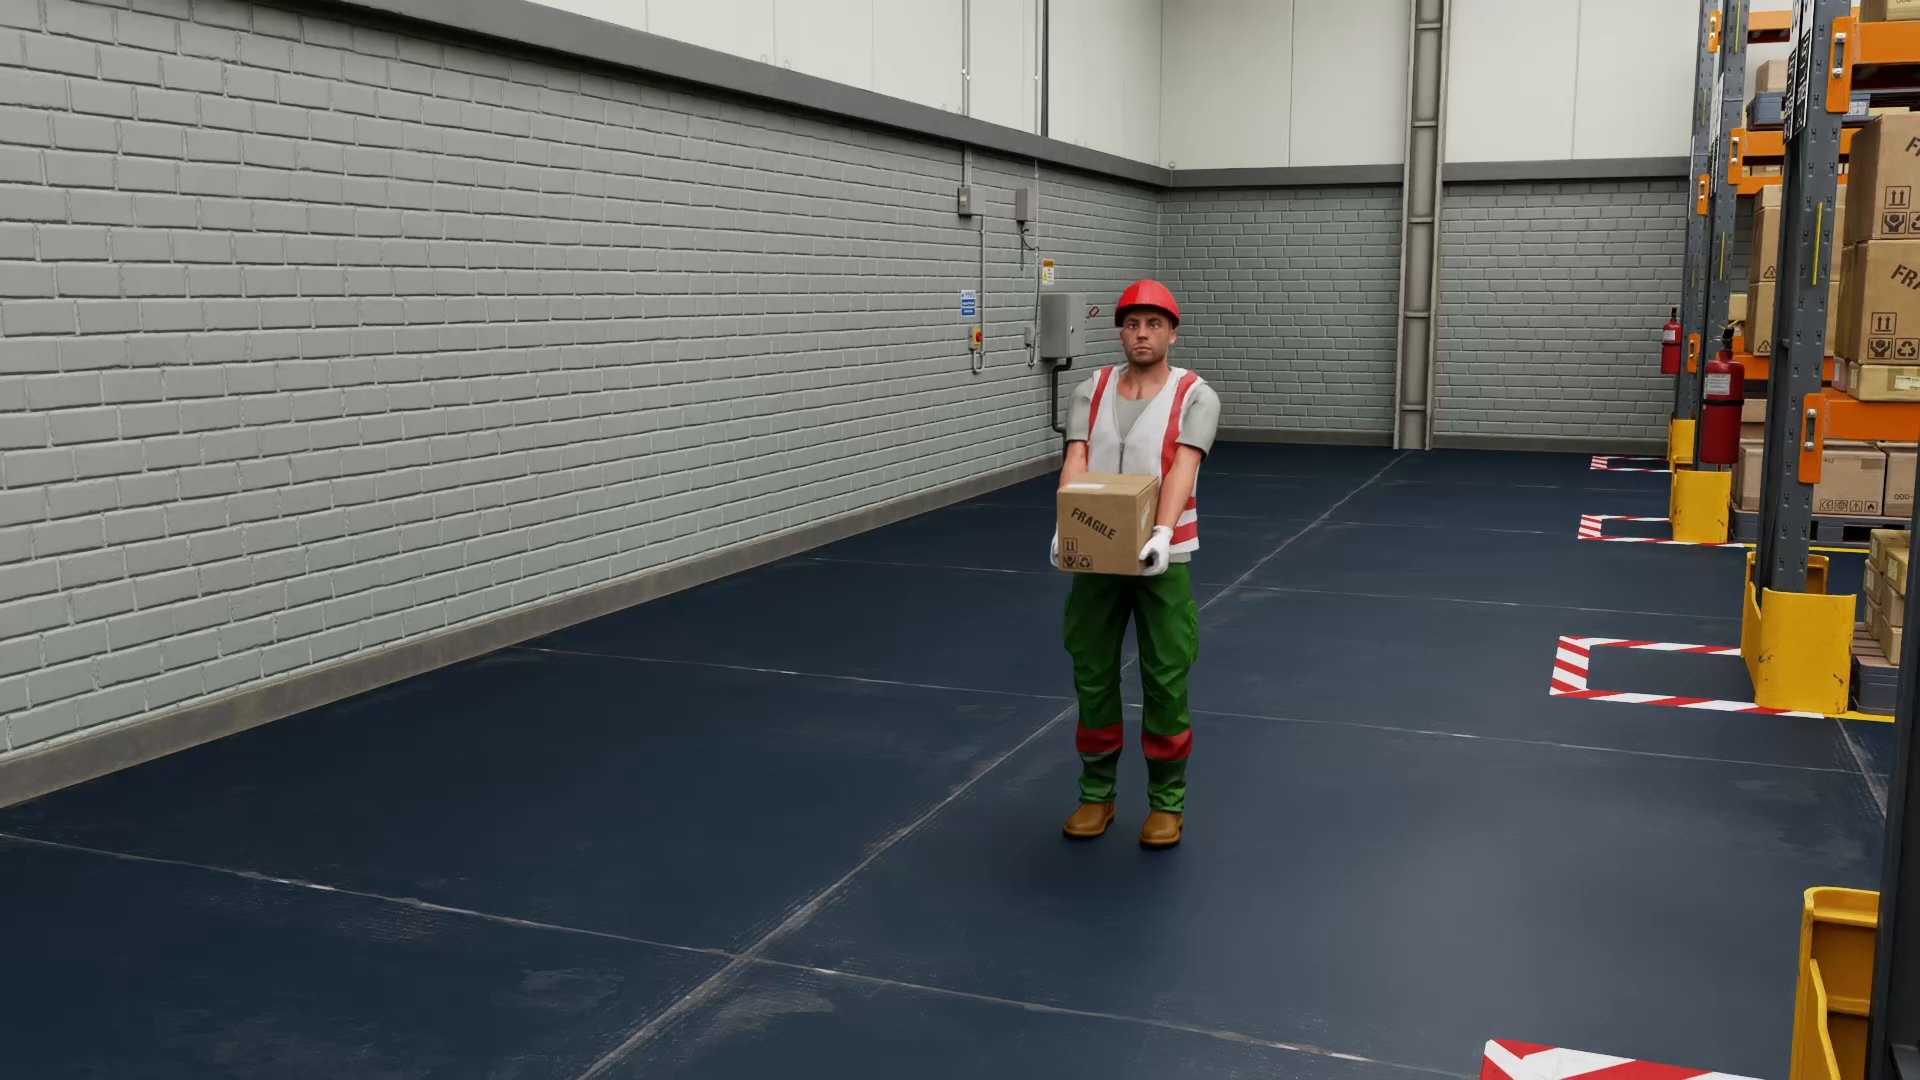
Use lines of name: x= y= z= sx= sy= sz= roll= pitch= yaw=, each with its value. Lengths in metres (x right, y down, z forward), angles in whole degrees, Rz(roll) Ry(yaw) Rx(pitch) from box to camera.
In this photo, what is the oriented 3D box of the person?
person: x=0.530 y=0.083 z=5.225 sx=0.495 sy=1.785 sz=0.561 roll=3 pitch=9 yaw=22
